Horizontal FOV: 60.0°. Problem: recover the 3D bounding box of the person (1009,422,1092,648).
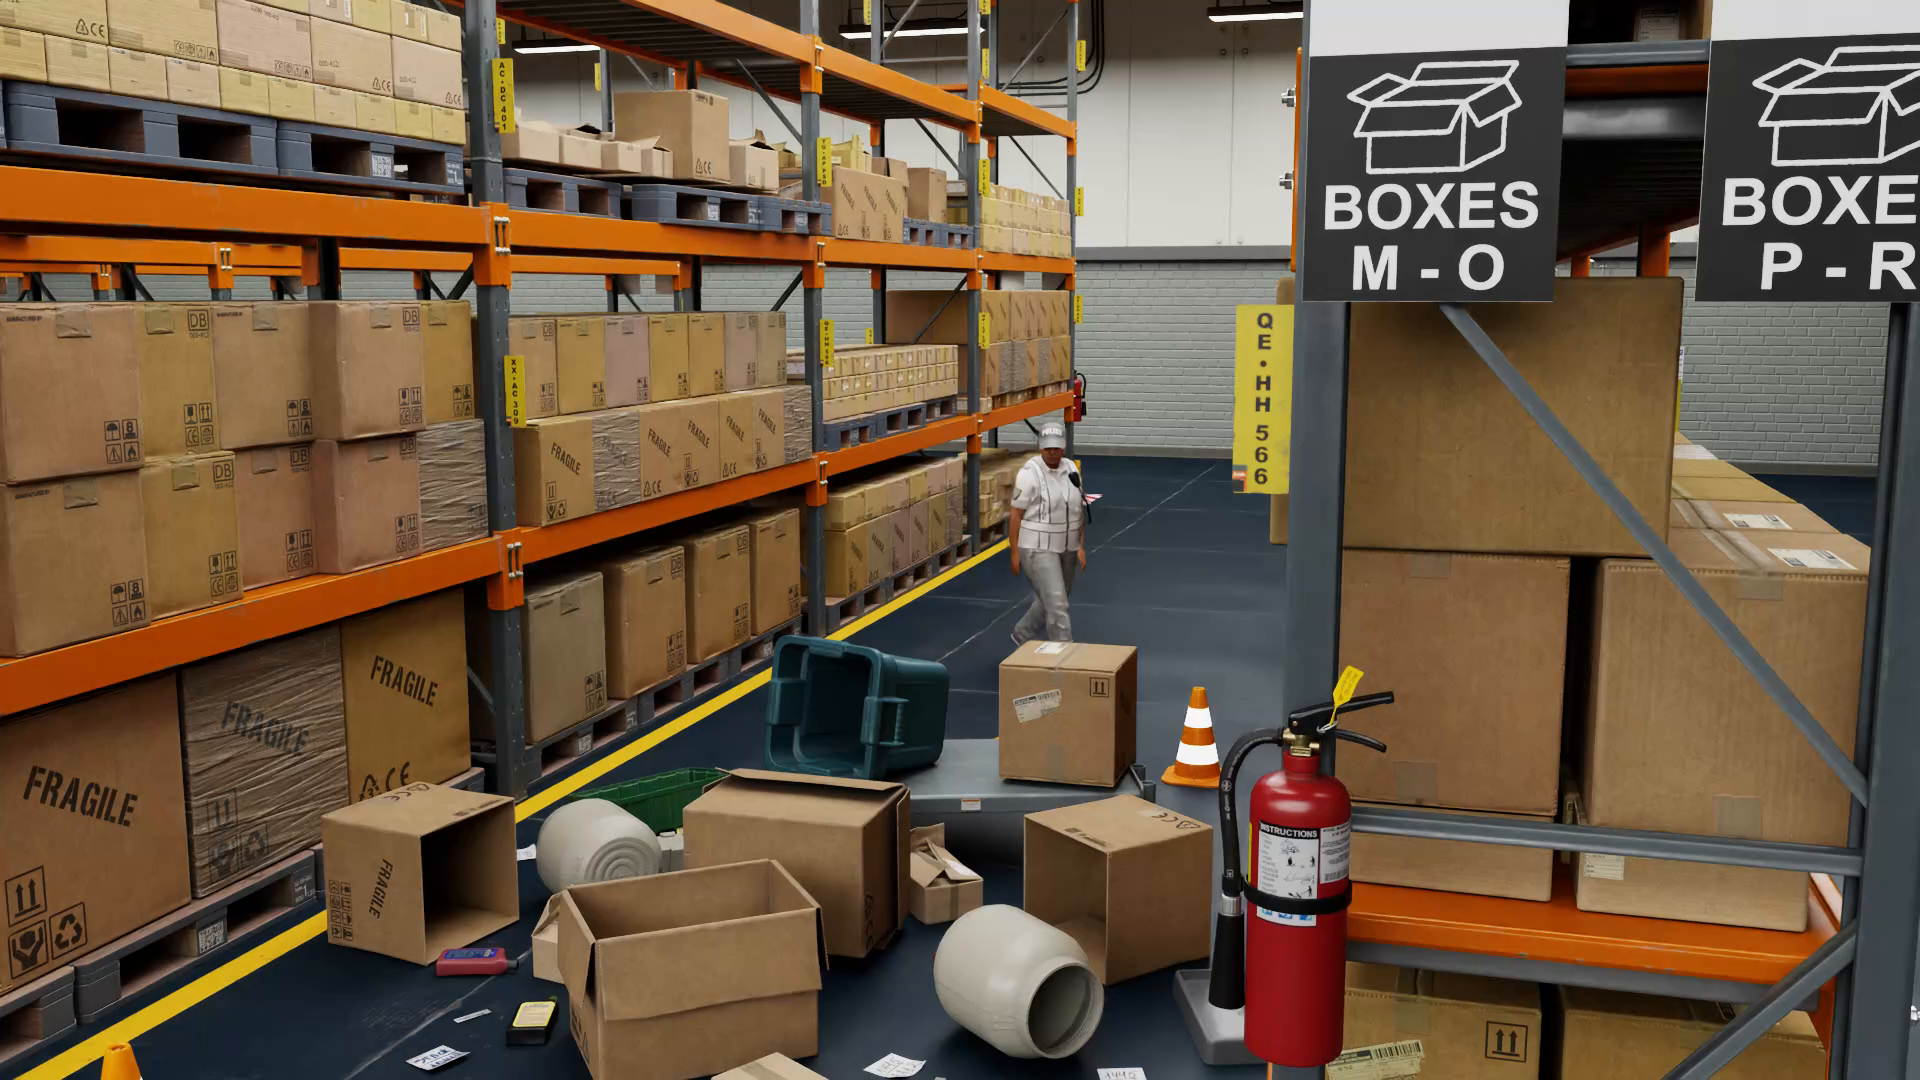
[{"bbox_3d":[0.544,0.058,10.481,0.484,1.623,0.961,-7,11,-38],"label":"person"}]
